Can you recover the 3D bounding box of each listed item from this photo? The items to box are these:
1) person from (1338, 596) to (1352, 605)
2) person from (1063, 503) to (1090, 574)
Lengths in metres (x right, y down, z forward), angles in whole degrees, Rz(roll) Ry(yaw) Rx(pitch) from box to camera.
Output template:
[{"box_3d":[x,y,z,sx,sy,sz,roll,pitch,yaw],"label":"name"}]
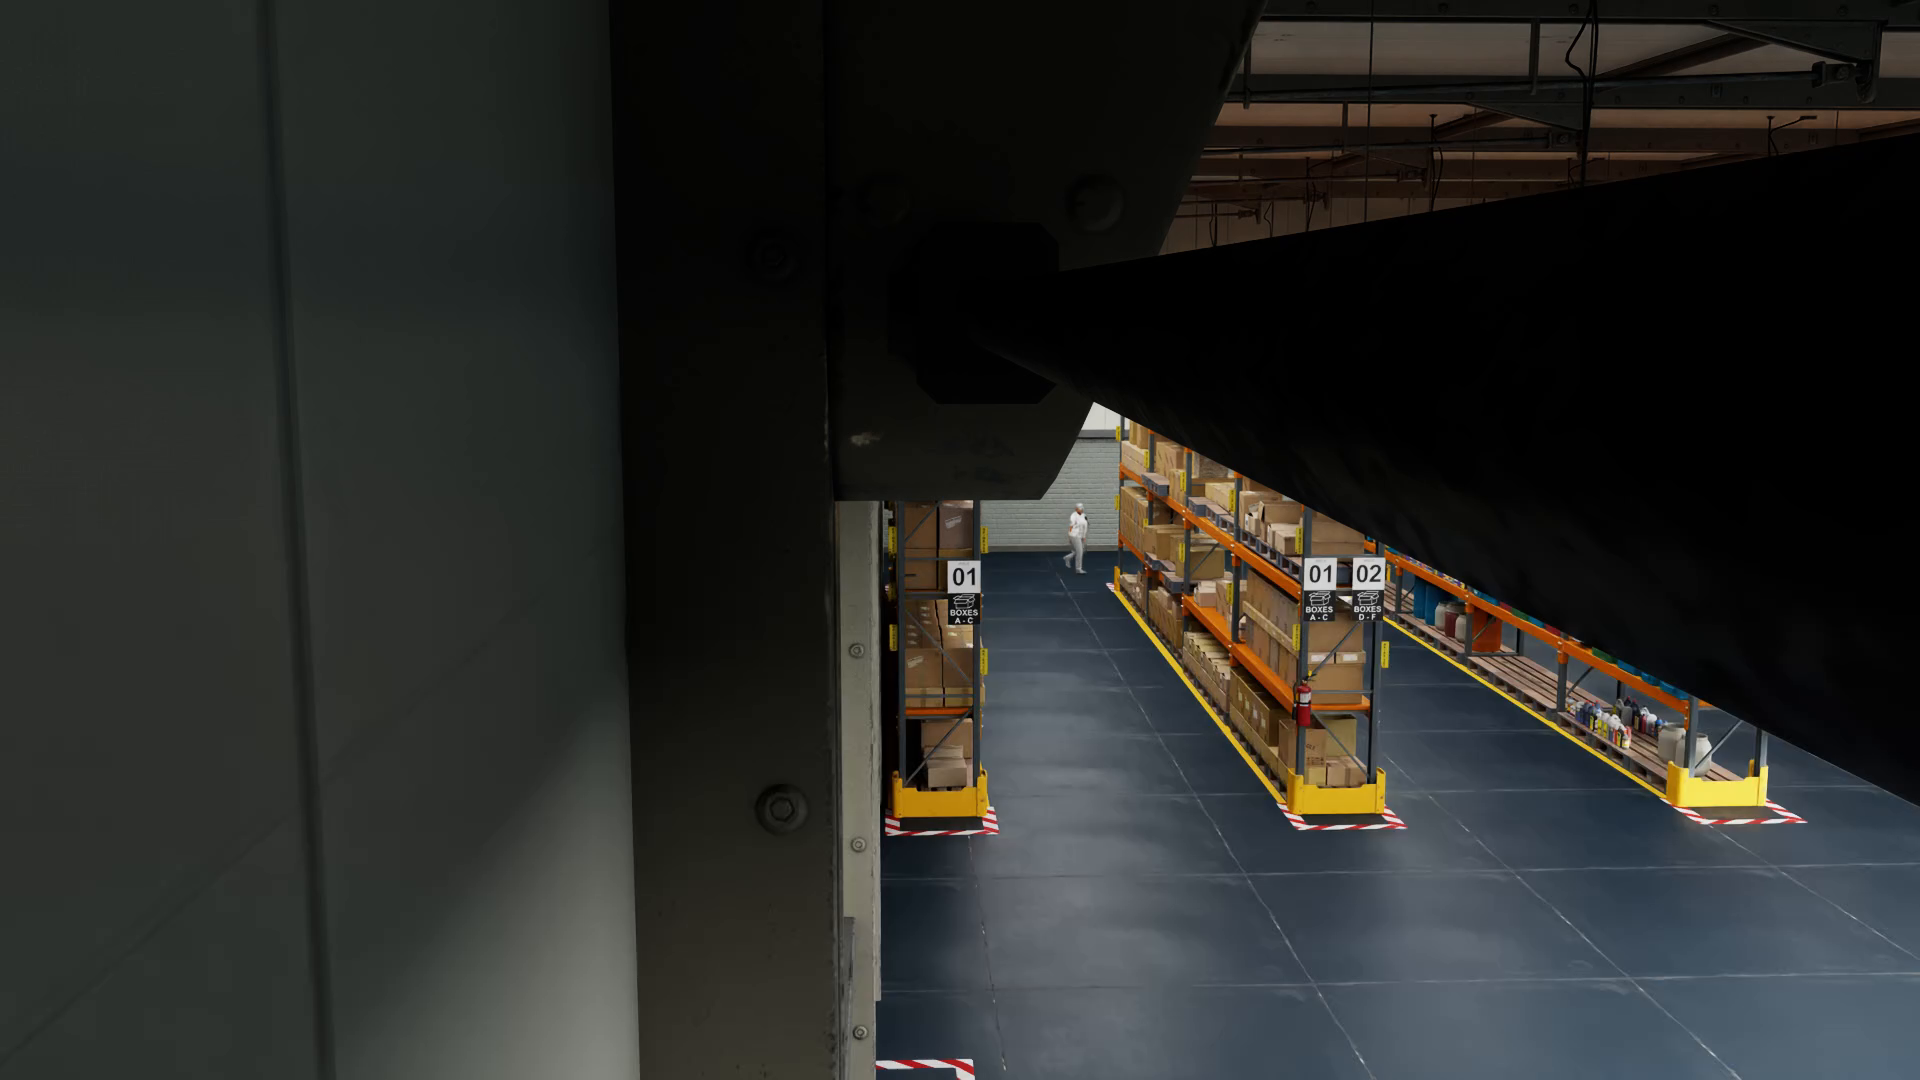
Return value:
[{"box_3d":[6.282,1.479,27.671,0.587,1.784,0.511,0,8,2],"label":"person"},{"box_3d":[2.698,-0.069,38.790,0.755,1.629,0.496,6,10,37],"label":"person"}]
